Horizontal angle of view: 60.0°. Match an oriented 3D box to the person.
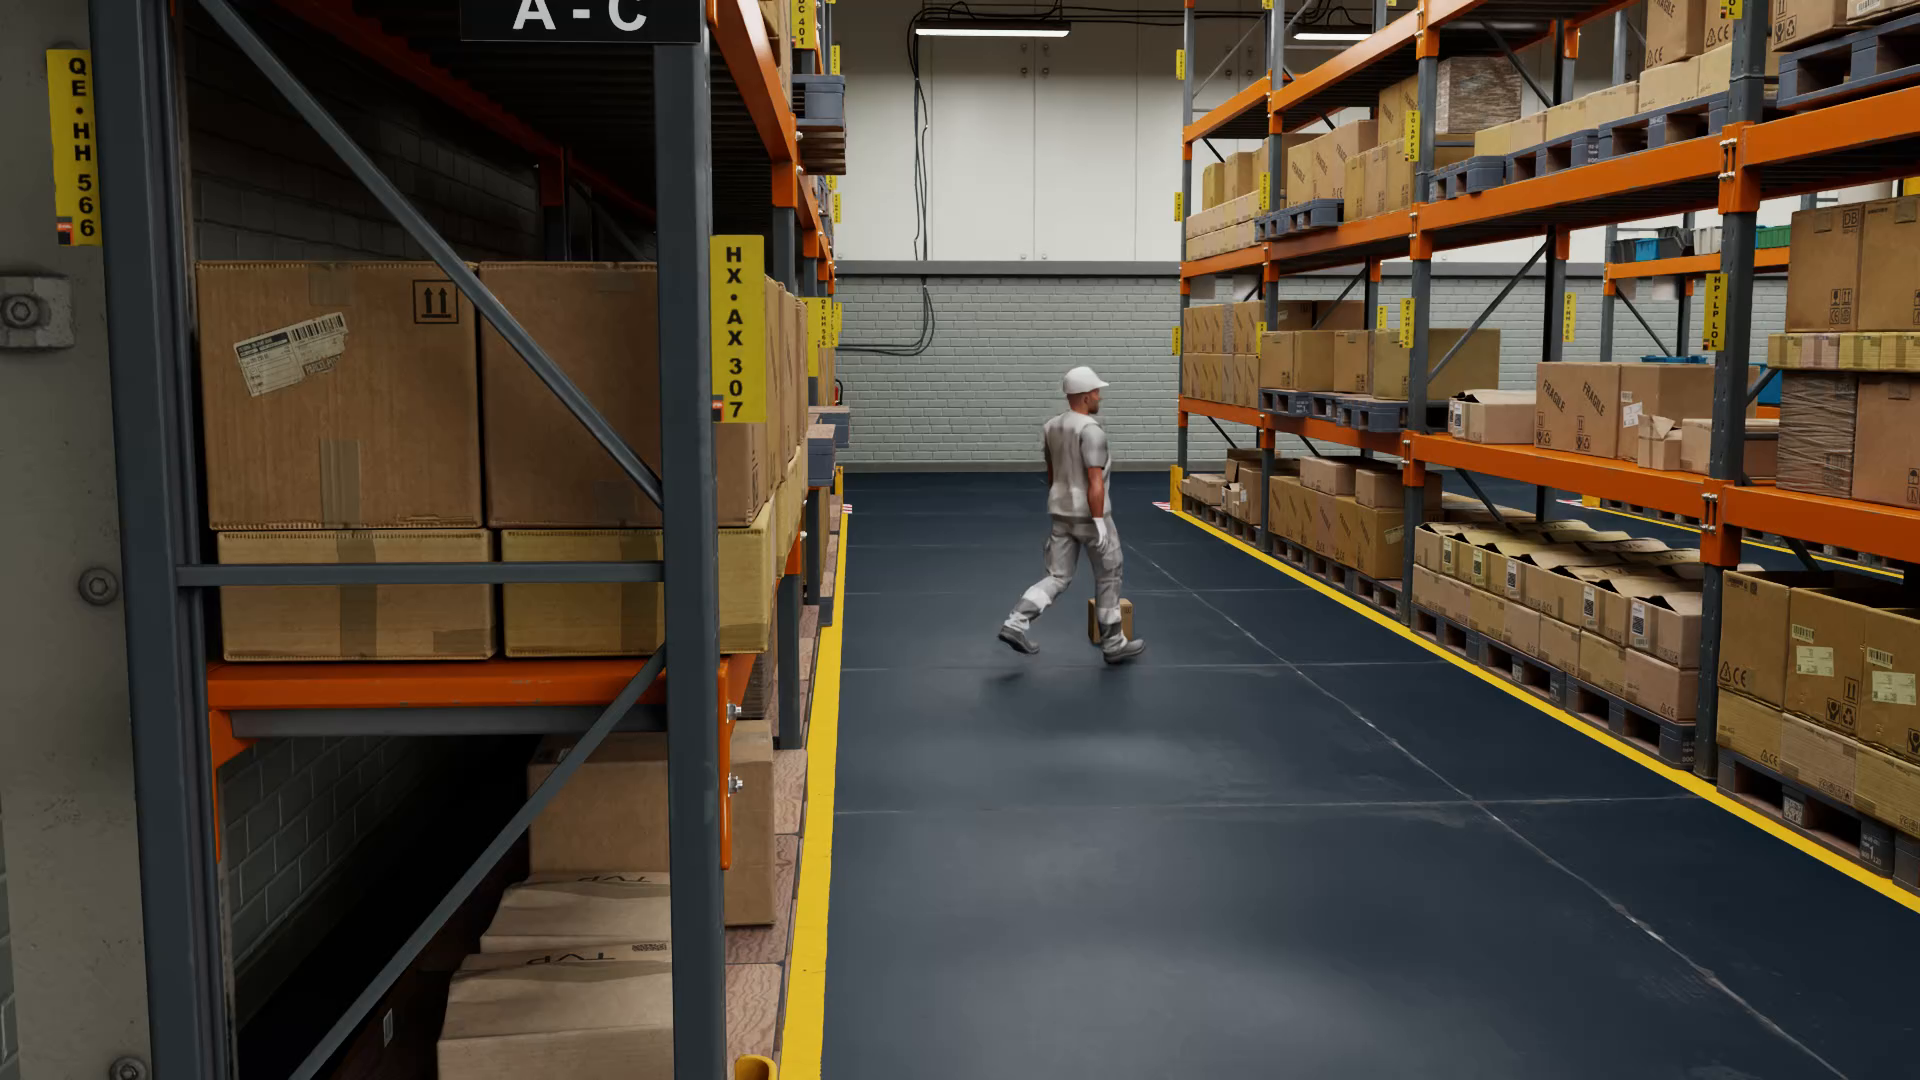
[{"bbox_3d":[0.699,-0.131,9.783,0.988,1.765,0.650,-5,8,-37],"label":"person"}]
